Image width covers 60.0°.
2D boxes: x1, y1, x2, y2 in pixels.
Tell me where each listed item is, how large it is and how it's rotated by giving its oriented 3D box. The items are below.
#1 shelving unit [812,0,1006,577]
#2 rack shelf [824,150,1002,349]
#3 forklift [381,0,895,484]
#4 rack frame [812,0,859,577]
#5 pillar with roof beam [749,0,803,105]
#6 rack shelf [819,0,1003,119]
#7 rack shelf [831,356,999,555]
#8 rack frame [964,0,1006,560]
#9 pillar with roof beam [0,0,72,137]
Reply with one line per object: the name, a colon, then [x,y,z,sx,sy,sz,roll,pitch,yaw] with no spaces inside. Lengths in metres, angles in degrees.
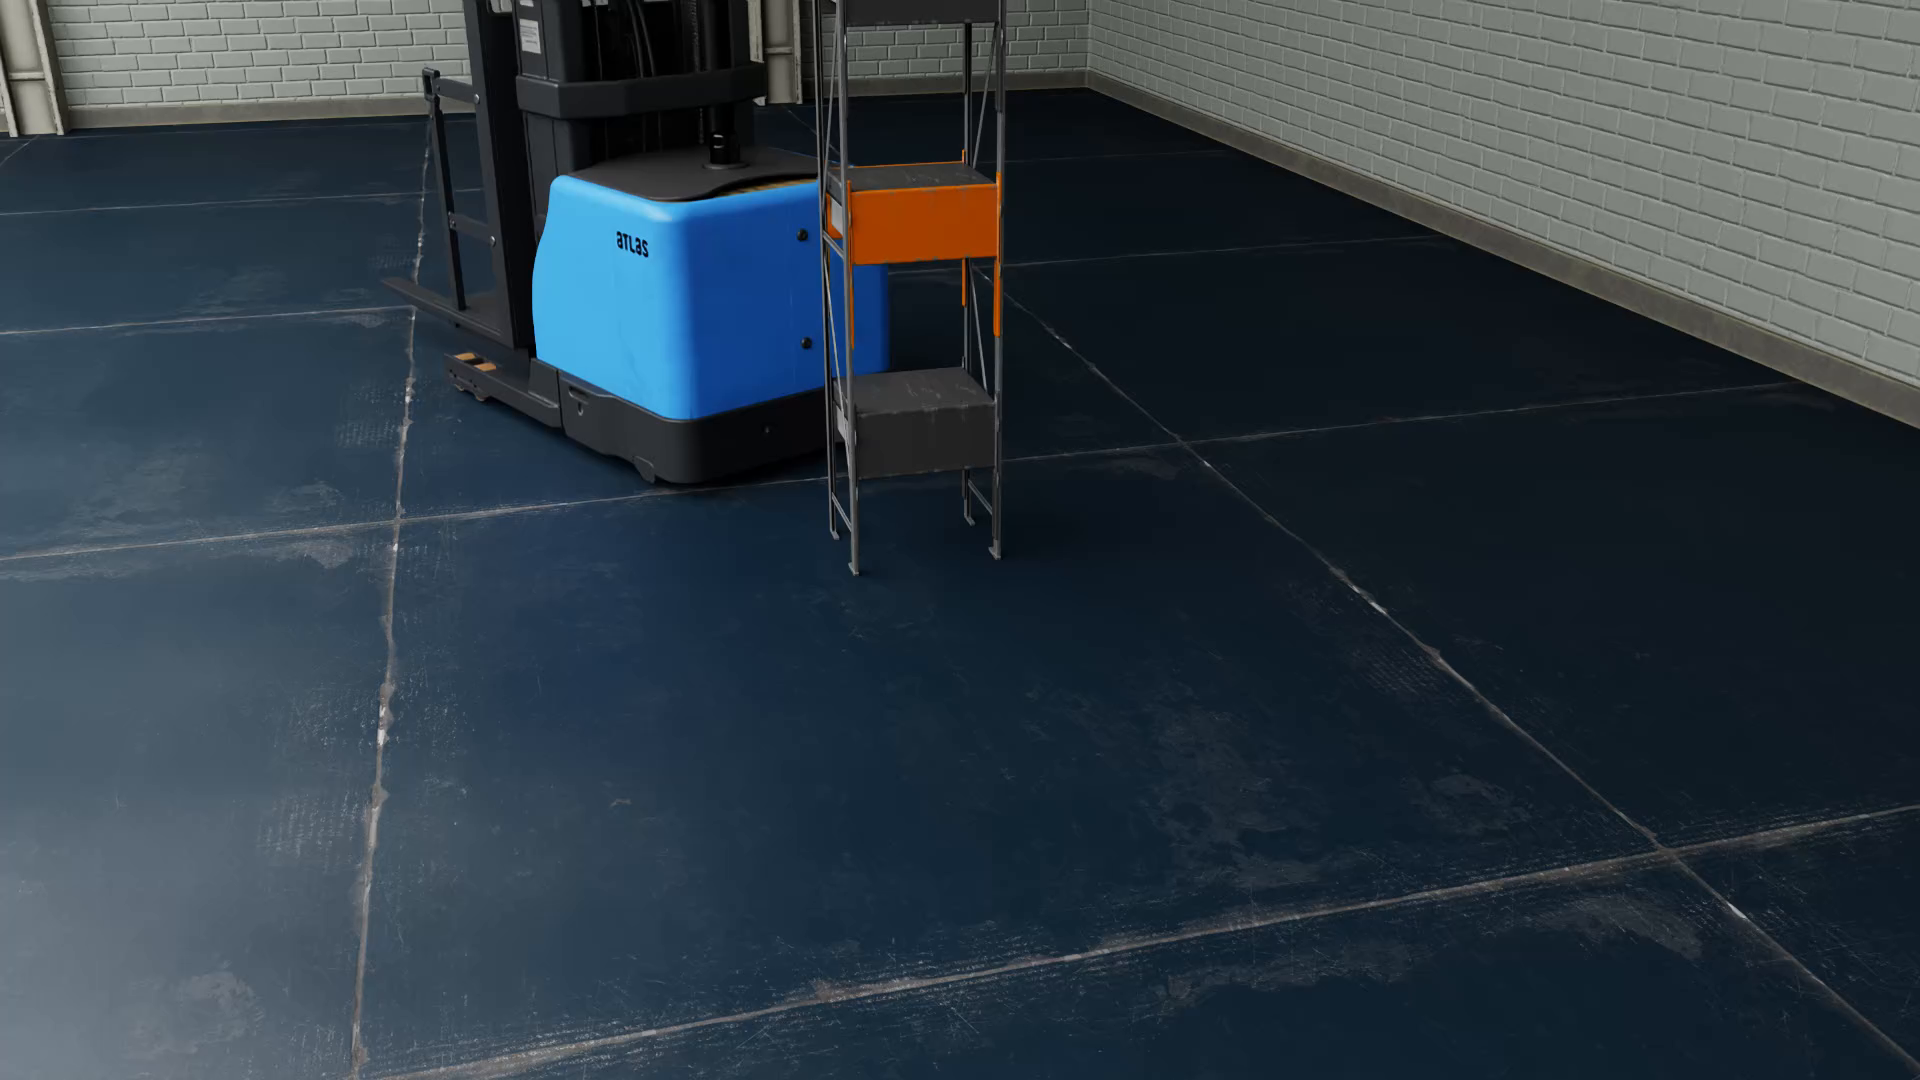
shelving unit: [-0.159,-0.947,5.295,0.503,2.100,0.431,-6,24,-14]
rack shelf: [-0.159,-0.935,5.300,0.480,0.518,0.431,-6,24,-14]
forklift: [-1.602,-2.055,6.821,1.130,2.935,3.031,-19,30,-37]
rack frame: [-0.394,-0.921,5.234,0.015,2.100,0.400,-6,24,-14]
pillar with roof beam: [-0.466,-6.427,9.316,0.400,9.000,9.100,-6,24,-14]
rack shelf: [-0.159,-1.578,5.024,0.480,0.518,0.431,-6,24,-14]
rack shelf: [-0.159,-0.291,5.576,0.480,0.518,0.431,-6,24,-14]
rack frame: [0.076,-0.973,5.355,0.015,2.100,0.400,-6,24,-14]
pillar with roof beam: [-6.243,-5.788,7.827,0.400,9.000,9.100,-6,24,-14]
